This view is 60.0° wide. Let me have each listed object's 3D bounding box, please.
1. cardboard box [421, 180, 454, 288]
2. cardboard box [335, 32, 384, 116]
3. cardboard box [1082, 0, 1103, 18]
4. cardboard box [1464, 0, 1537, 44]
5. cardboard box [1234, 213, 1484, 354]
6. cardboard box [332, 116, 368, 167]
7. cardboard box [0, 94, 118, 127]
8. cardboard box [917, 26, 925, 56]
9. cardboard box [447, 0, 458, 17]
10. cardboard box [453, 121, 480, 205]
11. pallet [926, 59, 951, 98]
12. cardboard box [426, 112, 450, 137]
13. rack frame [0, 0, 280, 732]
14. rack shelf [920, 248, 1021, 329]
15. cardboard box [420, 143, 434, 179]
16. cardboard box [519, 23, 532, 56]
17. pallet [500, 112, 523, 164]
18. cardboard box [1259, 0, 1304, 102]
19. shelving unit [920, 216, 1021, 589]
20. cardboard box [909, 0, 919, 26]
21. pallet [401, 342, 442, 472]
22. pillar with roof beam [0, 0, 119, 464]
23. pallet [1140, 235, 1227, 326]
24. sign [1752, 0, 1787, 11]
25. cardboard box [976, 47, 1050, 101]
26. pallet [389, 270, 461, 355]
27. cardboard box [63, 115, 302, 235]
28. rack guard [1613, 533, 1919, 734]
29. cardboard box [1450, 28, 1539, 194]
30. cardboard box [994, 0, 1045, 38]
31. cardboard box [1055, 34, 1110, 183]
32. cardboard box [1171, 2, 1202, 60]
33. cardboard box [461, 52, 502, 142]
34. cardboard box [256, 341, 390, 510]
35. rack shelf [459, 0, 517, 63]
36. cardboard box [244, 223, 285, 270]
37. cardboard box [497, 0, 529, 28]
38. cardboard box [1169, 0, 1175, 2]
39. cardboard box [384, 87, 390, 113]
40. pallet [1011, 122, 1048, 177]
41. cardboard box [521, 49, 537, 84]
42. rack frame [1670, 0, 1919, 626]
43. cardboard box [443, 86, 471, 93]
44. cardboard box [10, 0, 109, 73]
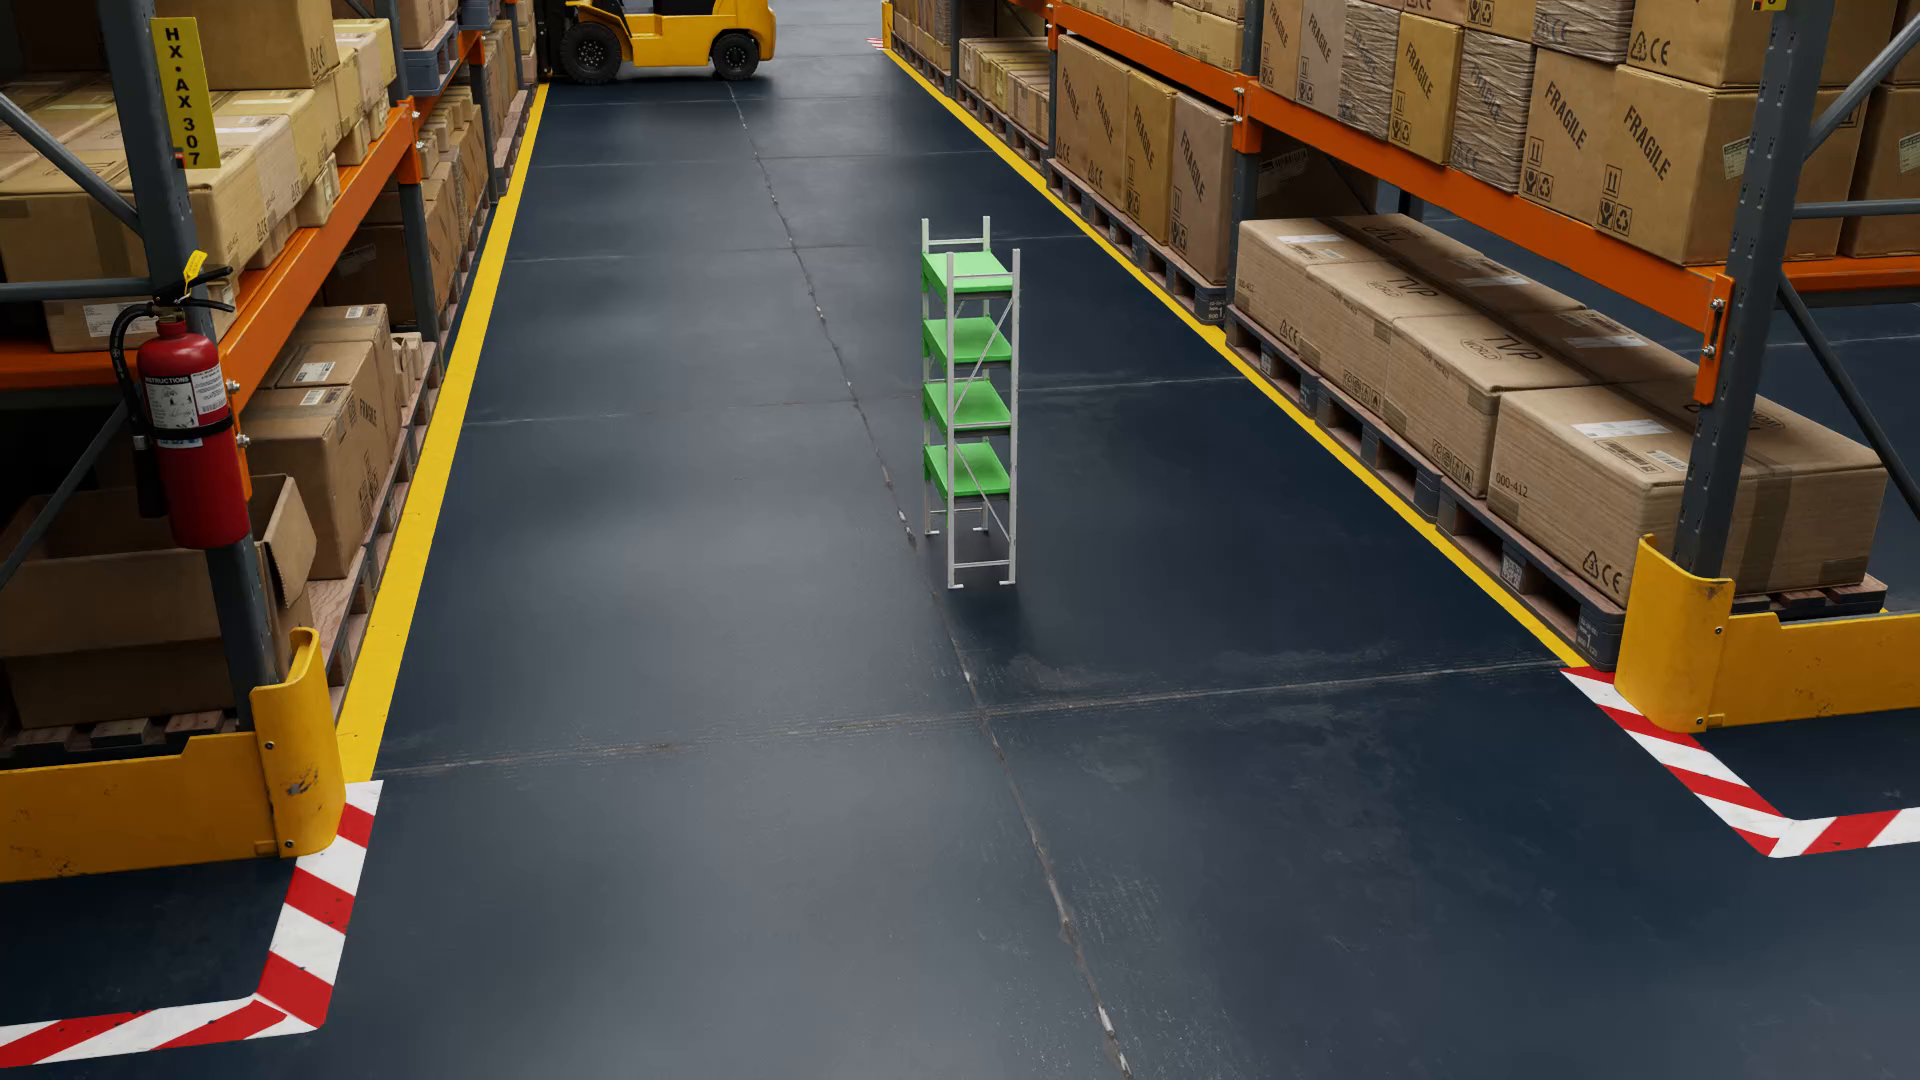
[{"bbox_3d":[-2.962,-1.583,8.724,0.500,0.500,0.500,-5,24,-10],"label":"cardboard box"},{"bbox_3d":[-2.544,-1.809,6.461,0.500,0.250,0.500,-4,24,-10],"label":"cardboard box"},{"bbox_3d":[1.108,-3.582,10.890,0.500,0.250,0.500,-5,24,-11],"label":"cardboard box"},{"bbox_3d":[2.095,-1.990,5.684,0.500,0.500,0.500,-4,24,-10],"label":"cardboard box"},{"bbox_3d":[1.903,-1.252,8.046,0.875,0.438,0.875,-5,24,-11],"label":"cardboard box"},{"bbox_3d":[-2.440,-1.493,6.235,0.380,0.149,0.250,-5,24,-11],"label":"cardboard box"},{"bbox_3d":[-2.773,-1.174,5.005,0.500,0.250,0.500,-4,24,-8],"label":"cardboard box"},{"bbox_3d":[-0.158,-5.190,17.295,0.500,0.250,0.500,-4,24,-9],"label":"cardboard box"},{"bbox_3d":[-3.096,-3.077,8.899,0.700,0.500,0.500,-4,24,-10],"label":"cardboard box"},{"bbox_3d":[-3.353,-2.392,10.578,0.500,0.500,0.500,-5,24,-11],"label":"cardboard box"},{"bbox_3d":[0.254,-4.619,16.563,1.003,0.211,1.213,-4,24,-10],"label":"pallet"},{"bbox_3d":[-3.248,-2.445,9.888,0.380,0.149,0.250,-5,24,-11],"label":"cardboard box"},{"bbox_3d":[-2.246,-0.547,3.754,1.000,3.000,0.127,-4,24,-10],"label":"rack frame"},{"bbox_3d":[0.031,-0.866,5.694,0.258,0.148,0.480,-4,24,-10],"label":"rack shelf"},{"bbox_3d":[-3.050,-2.036,8.952,0.380,0.149,0.250,-4,24,-10],"label":"cardboard box"},{"bbox_3d":[-4.251,-4.641,15.415,0.500,0.250,0.500,-4,24,-10],"label":"cardboard box"},{"bbox_3d":[-4.061,-3.221,13.361,1.003,0.211,1.213,-4,24,-10],"label":"pallet"},{"bbox_3d":[1.722,-2.331,7.714,0.500,0.500,0.500,-4,24,-8],"label":"cardboard box"},{"bbox_3d":[0.031,-0.485,5.861,0.258,1.200,0.503,-4,24,-10],"label":"shelving unit"},{"bbox_3d":[-0.259,-5.735,17.606,0.500,0.500,0.500,-4,24,-9],"label":"cardboard box"},{"bbox_3d":[-2.859,-0.572,7.296,1.003,0.211,1.213,-4,24,-10],"label":"pallet"},{"bbox_3d":[0.488,-4.847,6.105,9.100,9.000,0.400,-4,24,-10],"label":"pillar with roof beam"},{"bbox_3d":[1.675,-1.509,9.441,1.003,0.211,1.213,-4,24,-10],"label":"pallet"},{"bbox_3d":[2.096,-1.520,4.240,0.100,0.325,0.005,-4,24,-10],"label":"sign"},{"bbox_3d":[0.649,-4.135,14.729,0.950,0.372,0.625,-3,24,-6],"label":"cardboard box"},{"bbox_3d":[-3.173,-1.159,8.641,1.003,0.211,1.213,-4,24,-10],"label":"pallet"},{"bbox_3d":[-2.158,-1.011,4.633,0.500,0.250,0.500,-4,24,-9],"label":"cardboard box"},{"bbox_3d":[2.636,0.240,5.077,1.175,0.500,0.348,-4,24,-10],"label":"rack guard"},{"bbox_3d":[2.100,-1.532,5.884,0.500,0.500,0.500,-4,24,-8],"label":"cardboard box"},{"bbox_3d":[0.569,-5.164,16.299,0.500,0.500,0.500,-3,24,-7],"label":"cardboard box"},{"bbox_3d":[1.199,-3.003,11.508,0.875,0.875,0.875,-5,24,-10],"label":"cardboard box"},{"bbox_3d":[1.468,-2.778,9.051,0.500,0.250,0.500,-5,24,-10],"label":"cardboard box"},{"bbox_3d":[-3.955,-3.300,12.501,0.875,0.625,0.625,-4,24,-8],"label":"cardboard box"},{"bbox_3d":[-2.385,-0.396,6.006,0.500,0.500,0.500,-4,24,-9],"label":"cardboard box"},{"bbox_3d":[-4.095,-4.150,12.904,1.077,0.370,4.000,-4,24,-10],"label":"rack shelf"},{"bbox_3d":[-2.199,-0.882,4.837,0.380,0.149,0.250,-4,24,-8],"label":"cardboard box"},{"bbox_3d":[-4.246,-4.871,15.316,0.500,0.250,0.500,-5,24,-11],"label":"cardboard box"},{"bbox_3d":[1.370,-3.204,9.401,0.500,0.250,0.500,-4,24,-8],"label":"cardboard box"},{"bbox_3d":[-2.678,-1.898,7.162,0.380,0.149,0.250,-4,24,-9],"label":"cardboard box"},{"bbox_3d":[1.009,-3.092,13.065,1.003,0.211,1.213,-4,24,-10],"label":"pallet"},{"bbox_3d":[-4.229,-4.414,15.519,0.500,0.250,0.500,-4,24,-9],"label":"cardboard box"},{"bbox_3d":[2.632,-0.915,4.598,1.000,3.000,0.127,-4,24,-10],"label":"rack frame"},{"bbox_3d":[-3.385,-2.862,10.843,0.380,0.149,0.250,-5,24,-12],"label":"cardboard box"},{"bbox_3d":[-2.971,-1.926,5.790,0.500,0.500,0.500,-5,24,-11],"label":"cardboard box"}]
